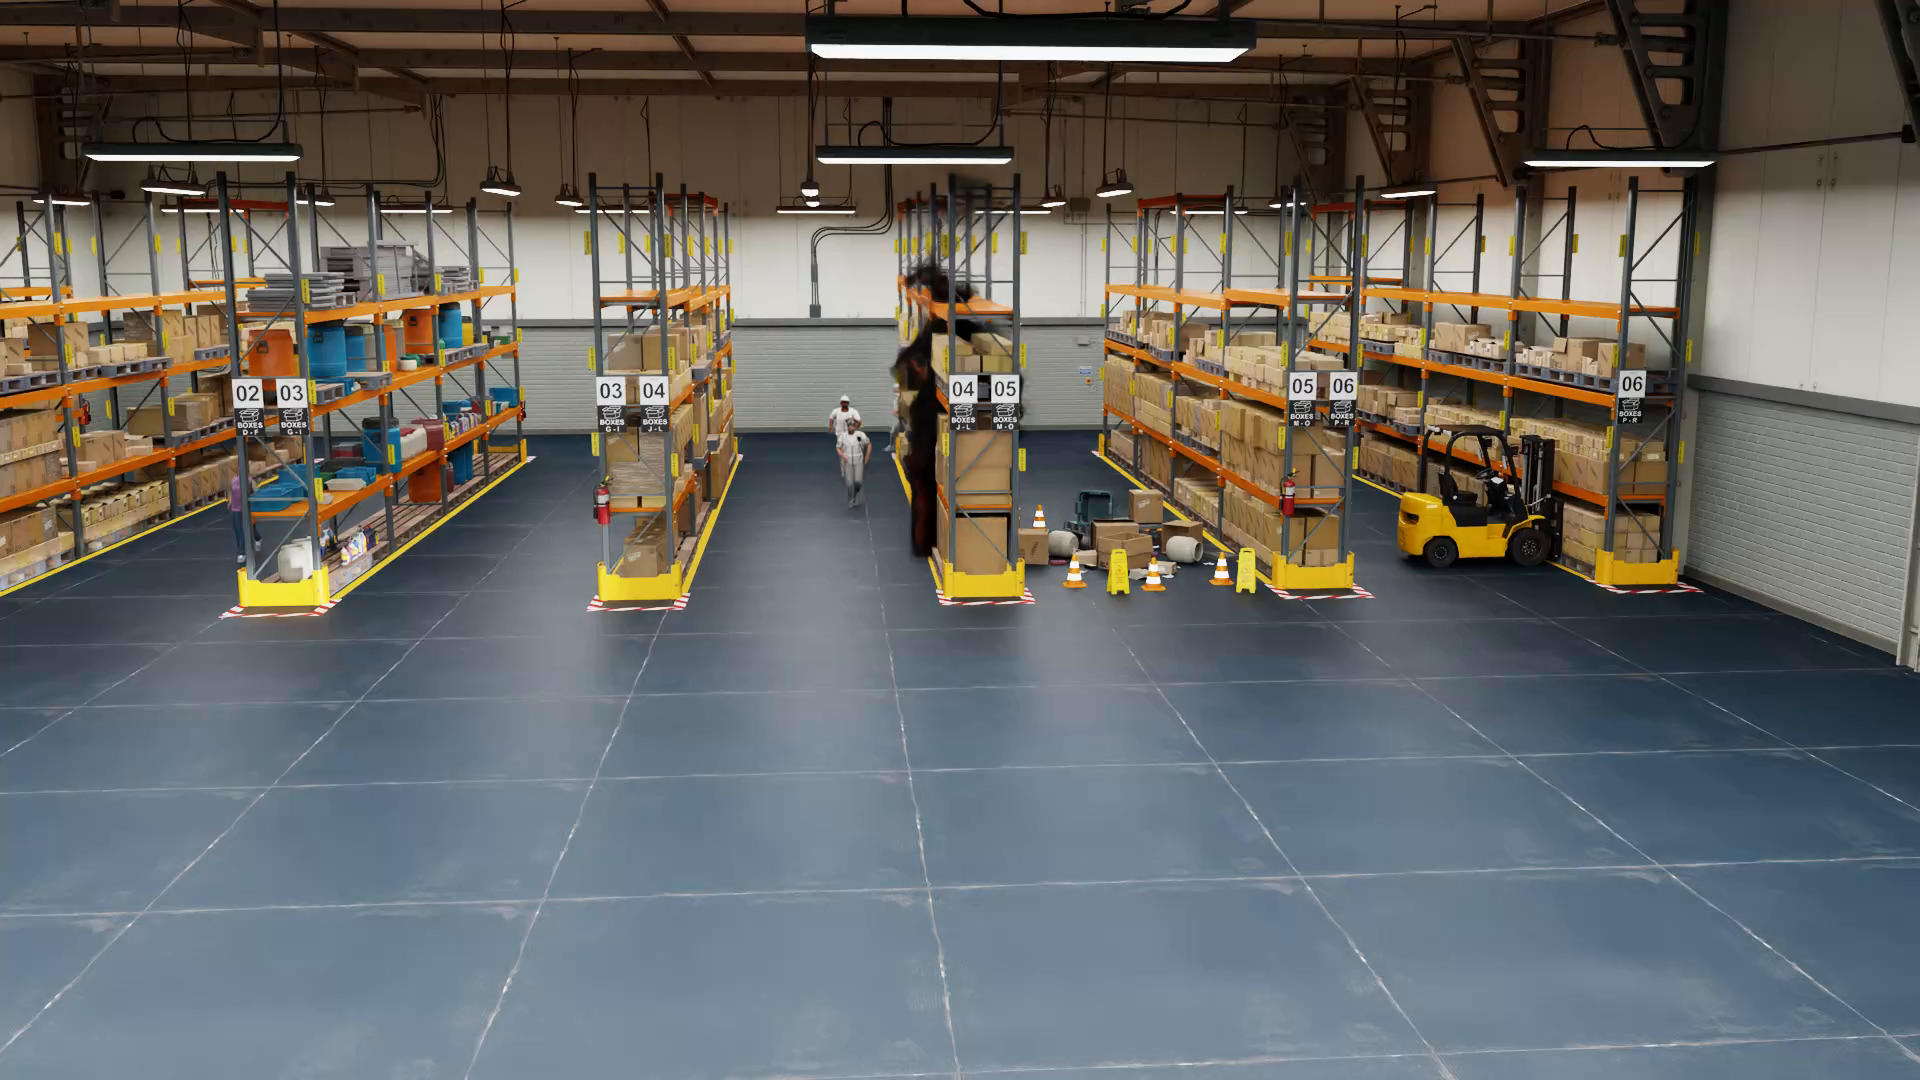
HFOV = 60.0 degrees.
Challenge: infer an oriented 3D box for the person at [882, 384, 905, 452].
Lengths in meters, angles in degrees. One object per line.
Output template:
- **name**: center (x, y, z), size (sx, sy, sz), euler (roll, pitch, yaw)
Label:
- **person**: center (-1.549, -3.050, 41.010), size (0.753, 1.726, 0.953), euler (-1, 10, -6)

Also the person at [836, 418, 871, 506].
- **person**: center (-2.063, -1.500, 32.171), size (0.675, 1.743, 0.594), euler (0, 10, 0)

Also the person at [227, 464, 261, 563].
- **person**: center (-11.533, -0.469, 26.793), size (0.547, 1.569, 0.823), euler (-1, 10, -7)

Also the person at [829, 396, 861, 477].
- **person**: center (-2.529, -2.300, 36.584), size (0.717, 1.759, 0.878), euler (0, 10, -1)
